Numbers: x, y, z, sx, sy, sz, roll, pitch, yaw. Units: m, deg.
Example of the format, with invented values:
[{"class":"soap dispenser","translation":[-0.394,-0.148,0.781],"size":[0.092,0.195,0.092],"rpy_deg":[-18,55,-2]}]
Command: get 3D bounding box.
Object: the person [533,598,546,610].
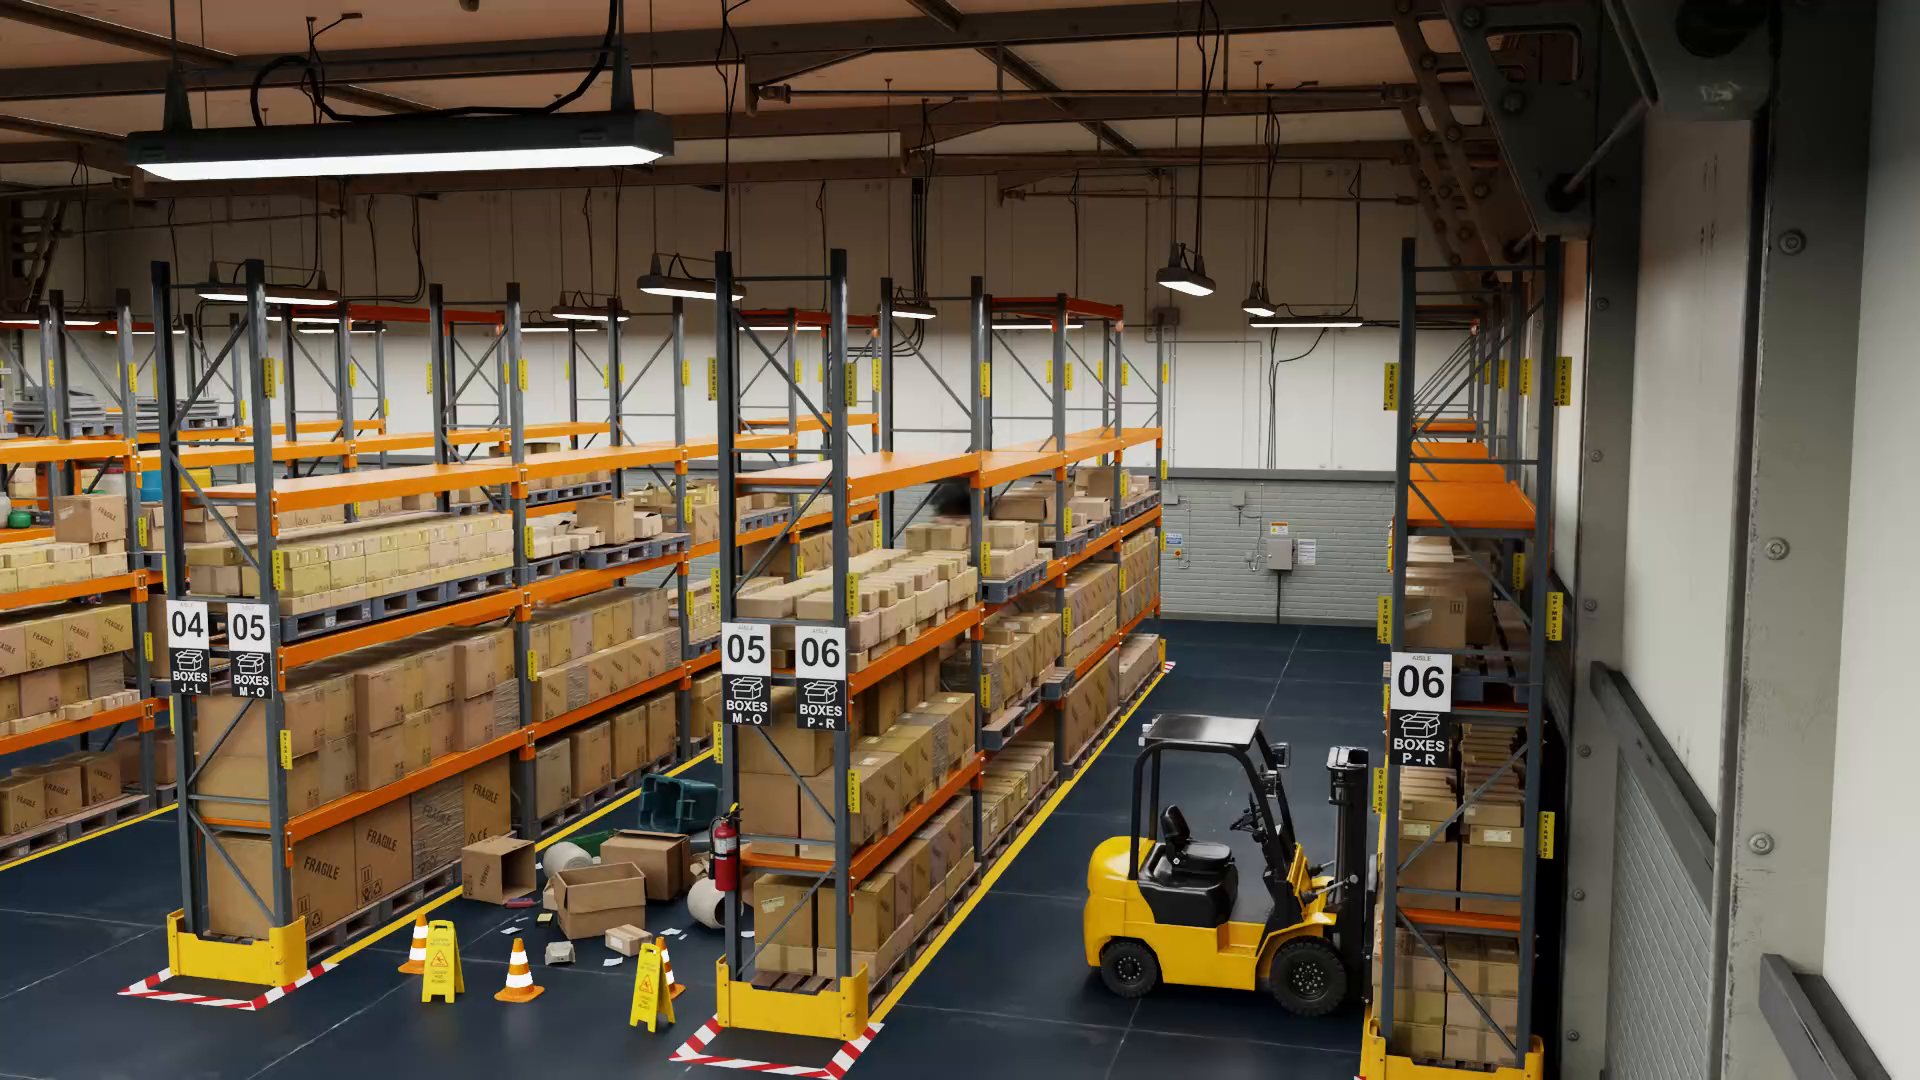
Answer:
[{"class":"person","translation":[-6.298,1.695,25.004],"size":[0.664,1.684,0.602],"rpy_deg":[1,6,5]}]
